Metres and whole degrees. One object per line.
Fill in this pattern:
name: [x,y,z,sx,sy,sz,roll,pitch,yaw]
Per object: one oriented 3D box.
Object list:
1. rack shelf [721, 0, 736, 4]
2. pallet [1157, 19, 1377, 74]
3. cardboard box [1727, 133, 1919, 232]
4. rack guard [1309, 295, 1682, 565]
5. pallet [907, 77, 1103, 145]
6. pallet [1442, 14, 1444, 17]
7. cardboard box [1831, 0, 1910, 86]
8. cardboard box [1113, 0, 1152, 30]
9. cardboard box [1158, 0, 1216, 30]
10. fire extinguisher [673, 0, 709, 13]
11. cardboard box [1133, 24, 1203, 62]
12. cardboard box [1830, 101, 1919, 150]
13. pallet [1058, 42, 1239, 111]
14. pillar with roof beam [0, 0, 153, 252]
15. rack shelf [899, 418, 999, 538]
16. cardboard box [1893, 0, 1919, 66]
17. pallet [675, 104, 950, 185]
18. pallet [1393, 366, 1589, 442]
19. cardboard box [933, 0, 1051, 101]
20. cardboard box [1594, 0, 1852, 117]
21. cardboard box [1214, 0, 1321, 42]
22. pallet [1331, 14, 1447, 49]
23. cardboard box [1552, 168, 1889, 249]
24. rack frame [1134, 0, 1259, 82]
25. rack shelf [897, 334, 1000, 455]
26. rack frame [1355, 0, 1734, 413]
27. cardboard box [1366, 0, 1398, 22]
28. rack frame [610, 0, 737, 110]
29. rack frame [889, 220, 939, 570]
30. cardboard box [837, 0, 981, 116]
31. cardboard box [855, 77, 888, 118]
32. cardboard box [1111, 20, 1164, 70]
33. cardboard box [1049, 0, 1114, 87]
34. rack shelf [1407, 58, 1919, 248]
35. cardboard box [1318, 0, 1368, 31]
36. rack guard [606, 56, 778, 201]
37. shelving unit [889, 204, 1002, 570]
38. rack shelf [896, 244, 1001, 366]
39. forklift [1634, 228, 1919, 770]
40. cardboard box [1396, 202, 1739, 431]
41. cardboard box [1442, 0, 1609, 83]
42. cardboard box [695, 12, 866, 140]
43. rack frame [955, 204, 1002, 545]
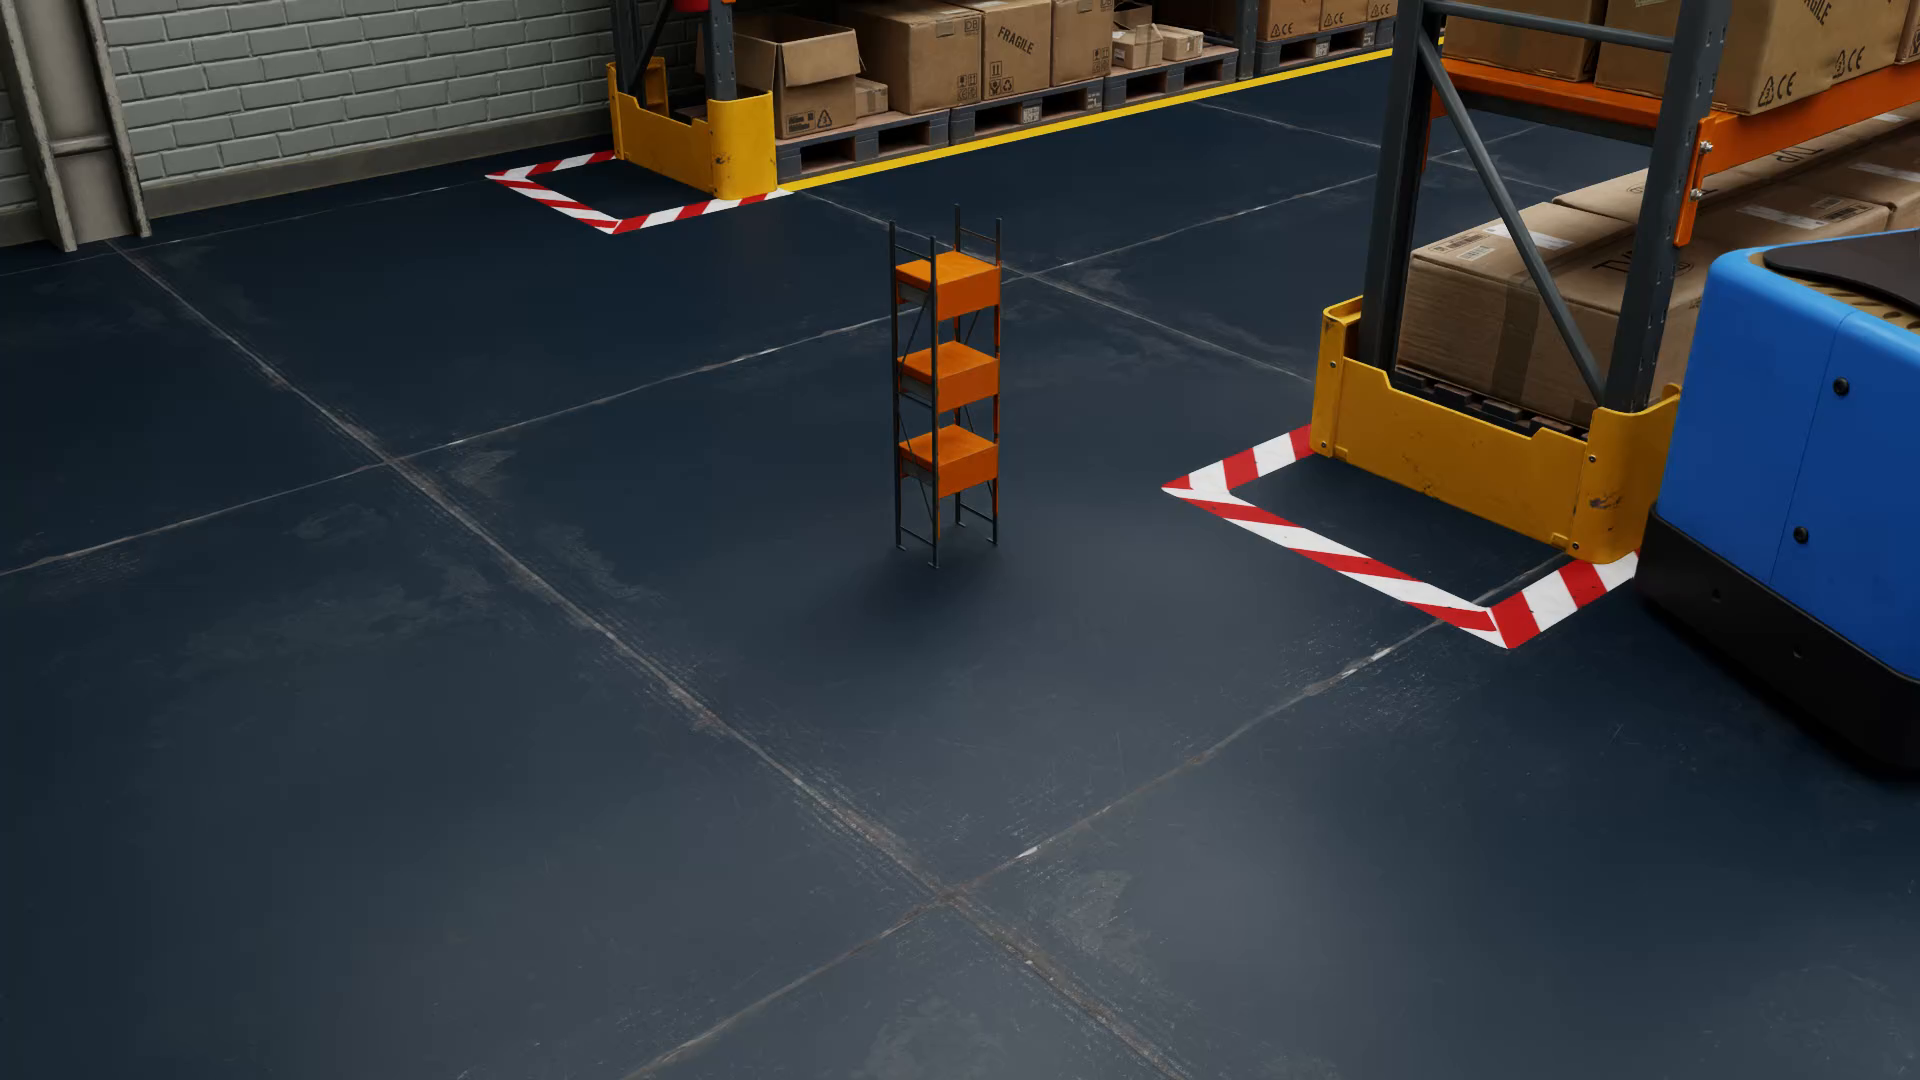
rack shelf: [0.029,-3.577,9.525,4.000,0.370,1.077,-22,35,-35]
pallet: [2.145,-3.539,11.648,1.213,0.211,1.003,-22,35,-35]
cardboard box: [3.547,-1.355,6.876,0.875,0.438,0.875,-23,36,-36]
rack guard: [1.714,-0.394,5.457,0.348,0.500,1.175,-22,35,-35]
pallet: [0.099,-2.691,10.063,1.213,0.211,1.003,-22,35,-35]
pallet: [4.001,-4.285,13.045,1.213,0.211,1.003,-22,35,-35]
cardboard box: [2.650,-1.757,5.249,0.500,0.500,0.500,-22,35,-36]
cardboard box: [0.895,-3.388,10.815,0.500,0.311,0.500,-20,34,-33]
cardboard box: [1.732,-3.845,11.469,0.500,0.500,0.500,-22,35,-35]
fire extinguisher: [-1.304,-2.873,7.922,0.183,0.674,0.296,-22,35,-35]
cardboard box: [1.317,-3.158,10.557,0.250,0.149,0.380,-23,36,-36]
cardboard box: [4.228,-1.629,7.389,0.875,0.438,0.875,-22,35,-36]
pallet: [1.028,-3.067,10.765,1.213,0.211,1.003,-22,35,-35]
pillar with roof beam: [-1.334,-3.883,2.969,0.400,9.000,9.100,-22,35,-35]
rack shelf: [-0.041,-0.192,5.108,0.240,0.259,0.215,-22,35,-35]
cardboard box: [3.049,-1.906,5.528,0.500,0.500,0.500,-22,35,-35]
pallet: [-0.829,-2.320,9.368,1.213,0.211,1.003,-22,35,-35]
pallet: [2.290,-0.547,6.049,1.213,0.211,1.003,-22,35,-35]
cardboard box: [0.177,-2.892,9.686,0.500,0.500,0.500,-21,35,-34]
cardboard box: [2.284,-1.592,4.940,0.500,0.500,0.500,-22,35,-35]
cardboard box: [2.065,-3.656,11.116,0.500,0.500,0.500,-20,34,-33]
pallet: [3.074,-3.914,12.350,1.213,0.211,1.003,-22,35,-35]
cardboard box: [2.860,-1.080,6.361,0.875,0.438,0.875,-21,34,-34]
rack frame: [1.551,-4.506,10.500,0.127,3.000,1.000,-22,35,-35]
rack shelf: [-0.041,-0.437,4.977,0.240,0.259,0.215,-22,35,-35]
rack frame: [1.732,-1.504,4.882,0.127,3.000,1.000,-22,35,-35]
cardboard box: [2.846,-3.974,11.710,0.500,0.500,0.500,-23,36,-36]
rack frame: [-1.492,-3.283,8.210,0.127,3.000,1.000,-22,35,-35]
rack frame: [-0.134,-0.409,4.902,0.008,1.050,0.200,-22,35,-35]
cardboard box: [-0.290,-2.766,9.450,0.500,0.500,0.700,-20,34,-33]
cardboard box: [-0.617,-2.480,9.287,0.250,0.149,0.380,-24,36,-37]
cardboard box: [1.046,-3.101,10.325,0.258,0.266,0.396,-20,34,-33]
cardboard box: [0.500,-3.084,10.044,0.500,0.500,0.700,-23,36,-37]
rack shelf: [3.254,-1.799,6.196,4.000,0.370,1.077,-22,35,-35]
cardboard box: [2.463,-3.823,11.427,0.500,0.500,0.500,-22,35,-36]
rack guard: [-1.434,-2.203,8.843,0.348,0.500,1.175,-22,35,-35]
shelving unit: [-0.041,-0.447,4.972,0.252,1.050,0.215,-22,35,-35]
rack shelf: [-0.041,-0.688,4.843,0.240,0.259,0.215,-22,35,-35]
forklift: [3.543,-1.116,4.228,3.031,2.935,1.130,-9,29,-16]
cardboard box: [2.169,-0.797,5.832,0.875,0.438,0.875,-23,36,-37]
cardboard box: [1.927,-1.791,5.312,0.500,0.500,0.500,-22,35,-35]
cardboard box: [-0.965,-2.520,8.986,0.637,0.503,0.797,-24,36,-37]
rack frame: [0.052,-0.484,5.042,0.008,1.050,0.200,-22,35,-35]
